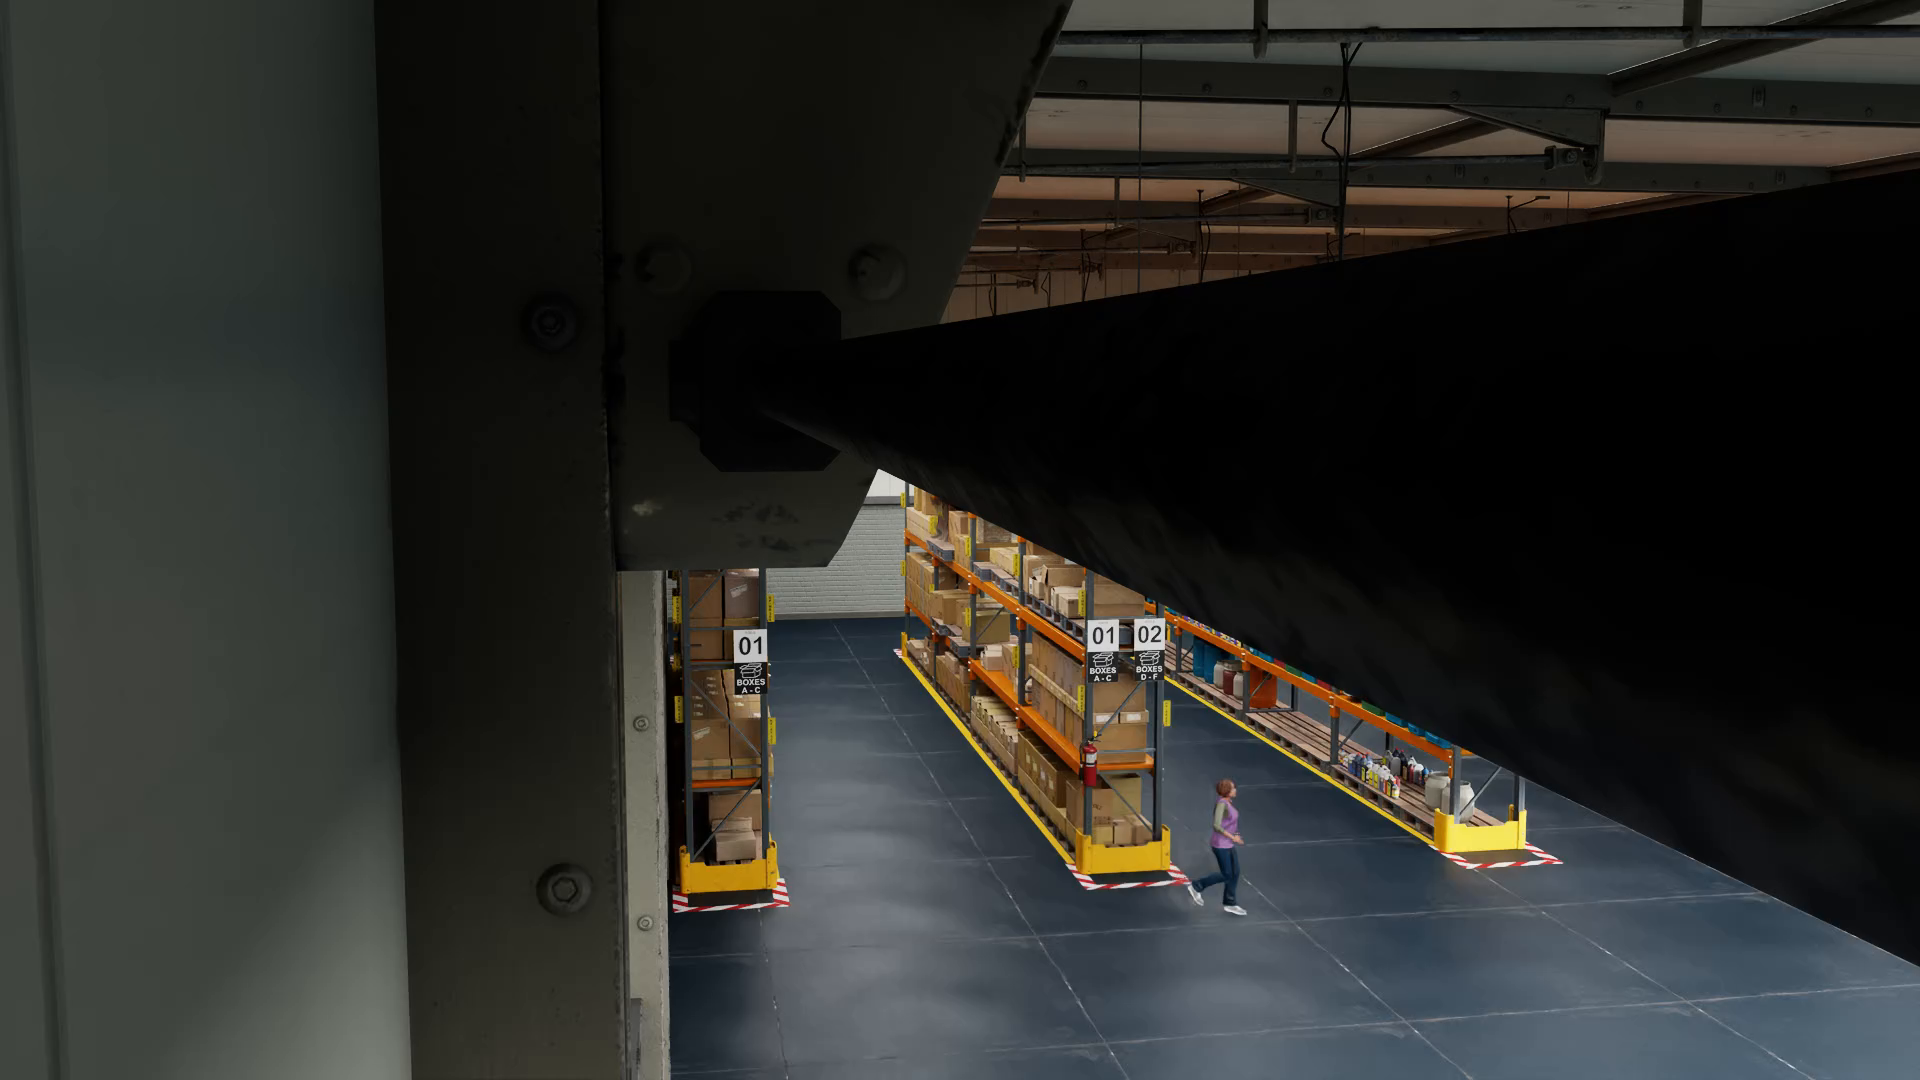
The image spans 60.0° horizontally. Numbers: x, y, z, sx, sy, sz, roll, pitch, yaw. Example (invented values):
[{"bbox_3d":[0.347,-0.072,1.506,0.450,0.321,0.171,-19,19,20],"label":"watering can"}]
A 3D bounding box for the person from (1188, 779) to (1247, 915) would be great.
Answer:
[{"bbox_3d":[3.015,3.552,19.338,0.680,1.593,0.566,2,6,18],"label":"person"}]
